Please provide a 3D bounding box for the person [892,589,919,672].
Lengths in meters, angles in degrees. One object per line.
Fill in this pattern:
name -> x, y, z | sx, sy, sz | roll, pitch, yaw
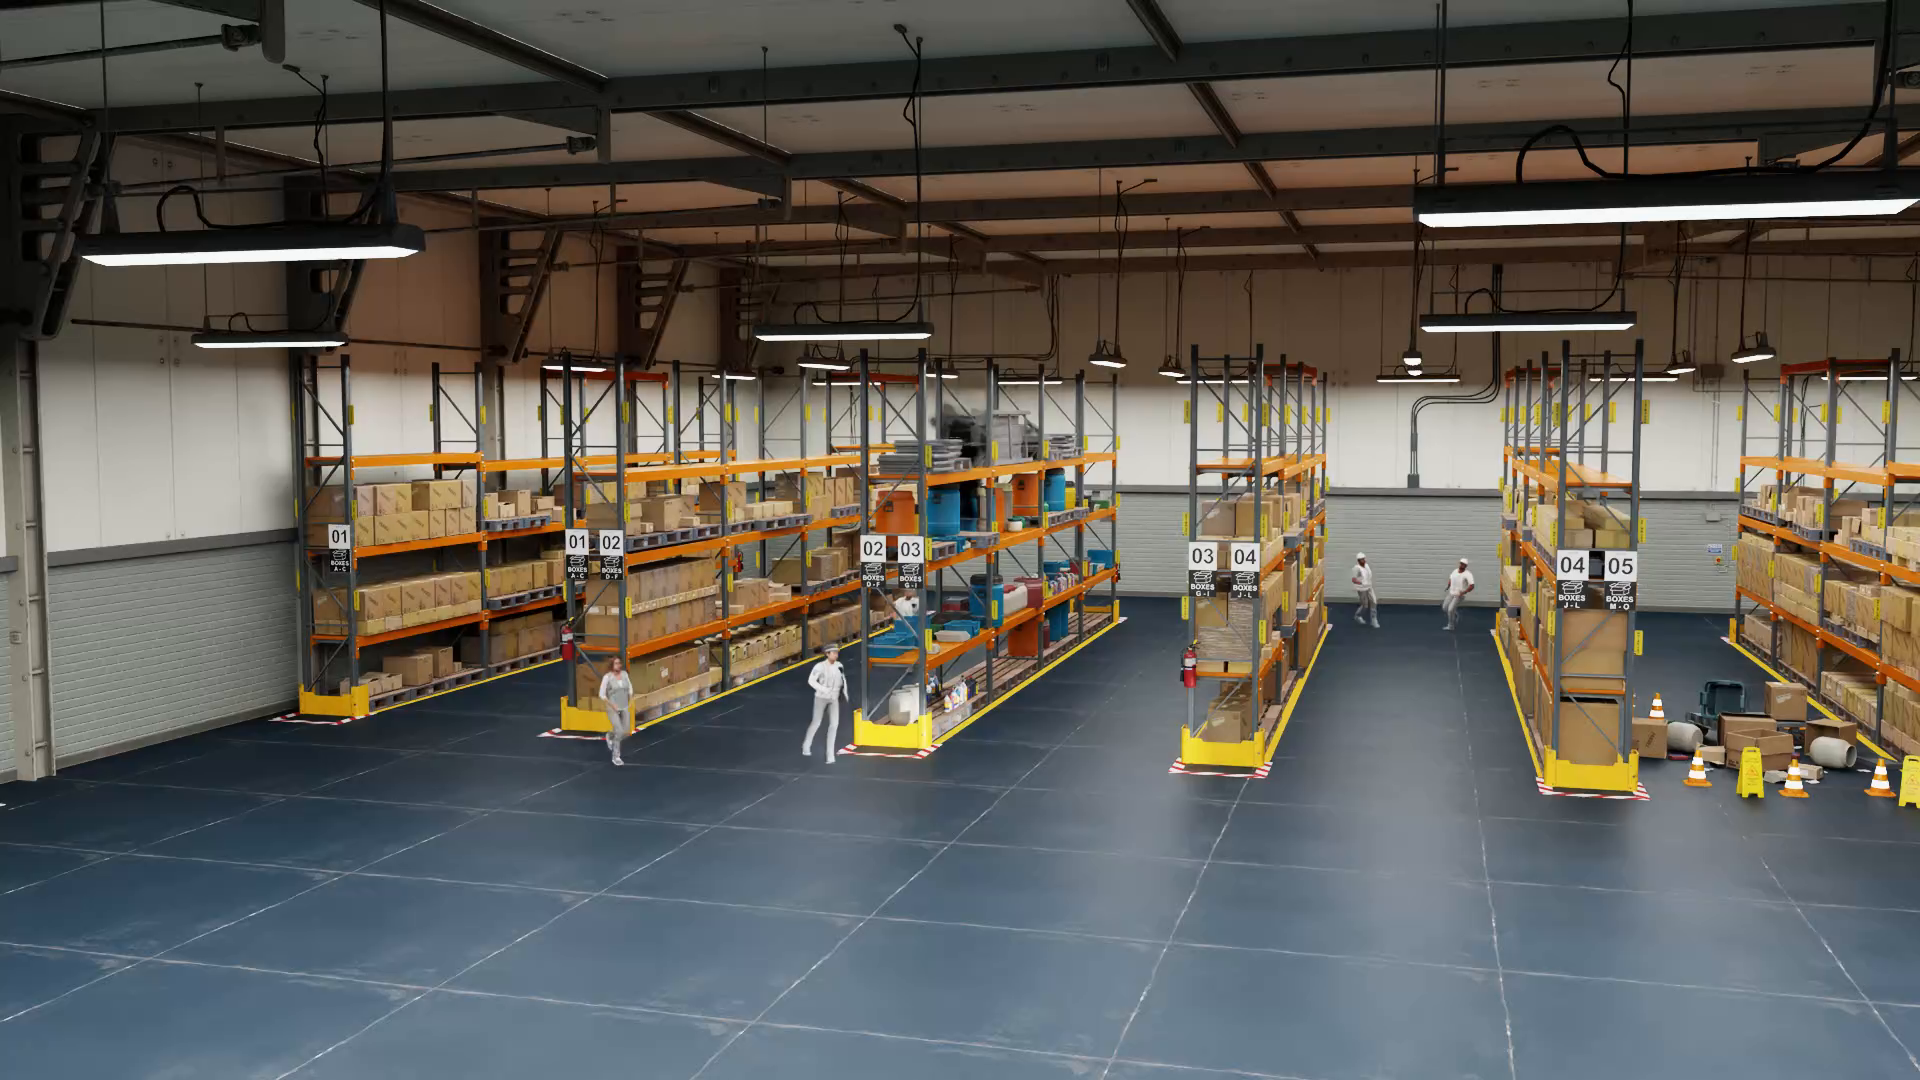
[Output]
person -> -1.025, 1.710, 32.280 | 0.655, 1.736, 0.593 | 1, 4, 7

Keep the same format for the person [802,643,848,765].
person -> -1.901, 2.349, 24.204 | 0.671, 1.712, 0.775 | -2, 5, -29

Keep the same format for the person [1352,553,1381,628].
person -> 9.505, 1.182, 39.214 | 0.683, 1.767, 0.804 | -3, 5, -34

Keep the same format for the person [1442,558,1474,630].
person -> 11.526, 1.263, 38.544 | 0.523, 1.694, 0.719 | -3, 5, -32

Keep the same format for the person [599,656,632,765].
person -> -4.953, 2.442, 23.923 | 0.550, 1.565, 0.612 | -3, 5, -38
